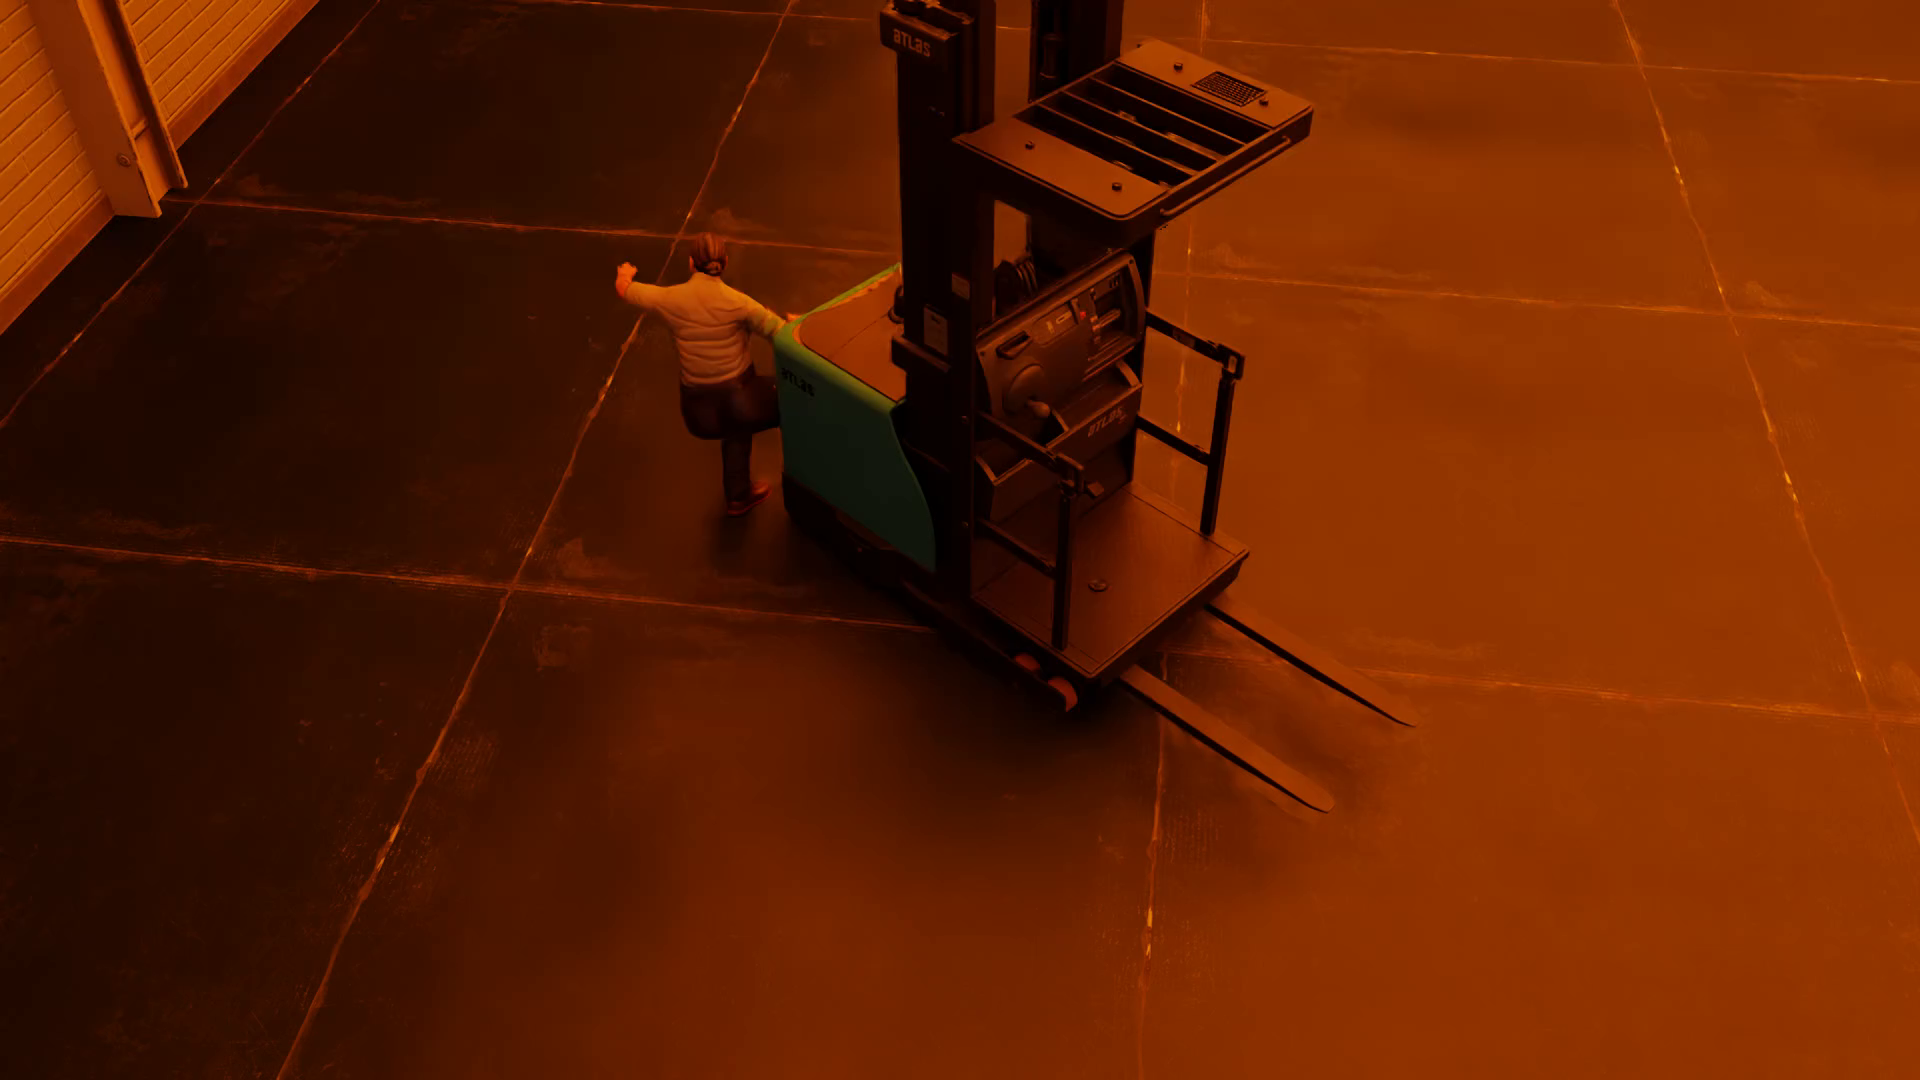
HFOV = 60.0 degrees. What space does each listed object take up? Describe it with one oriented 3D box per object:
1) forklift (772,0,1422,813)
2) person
[{"bbox_3d":[0.564,-0.738,6.528,3.031,2.935,1.130,33,52,31],"label":"forklift"},{"bbox_3d":[-0.962,-0.805,7.760,1.359,1.410,0.806,2,43,2],"label":"person"}]
